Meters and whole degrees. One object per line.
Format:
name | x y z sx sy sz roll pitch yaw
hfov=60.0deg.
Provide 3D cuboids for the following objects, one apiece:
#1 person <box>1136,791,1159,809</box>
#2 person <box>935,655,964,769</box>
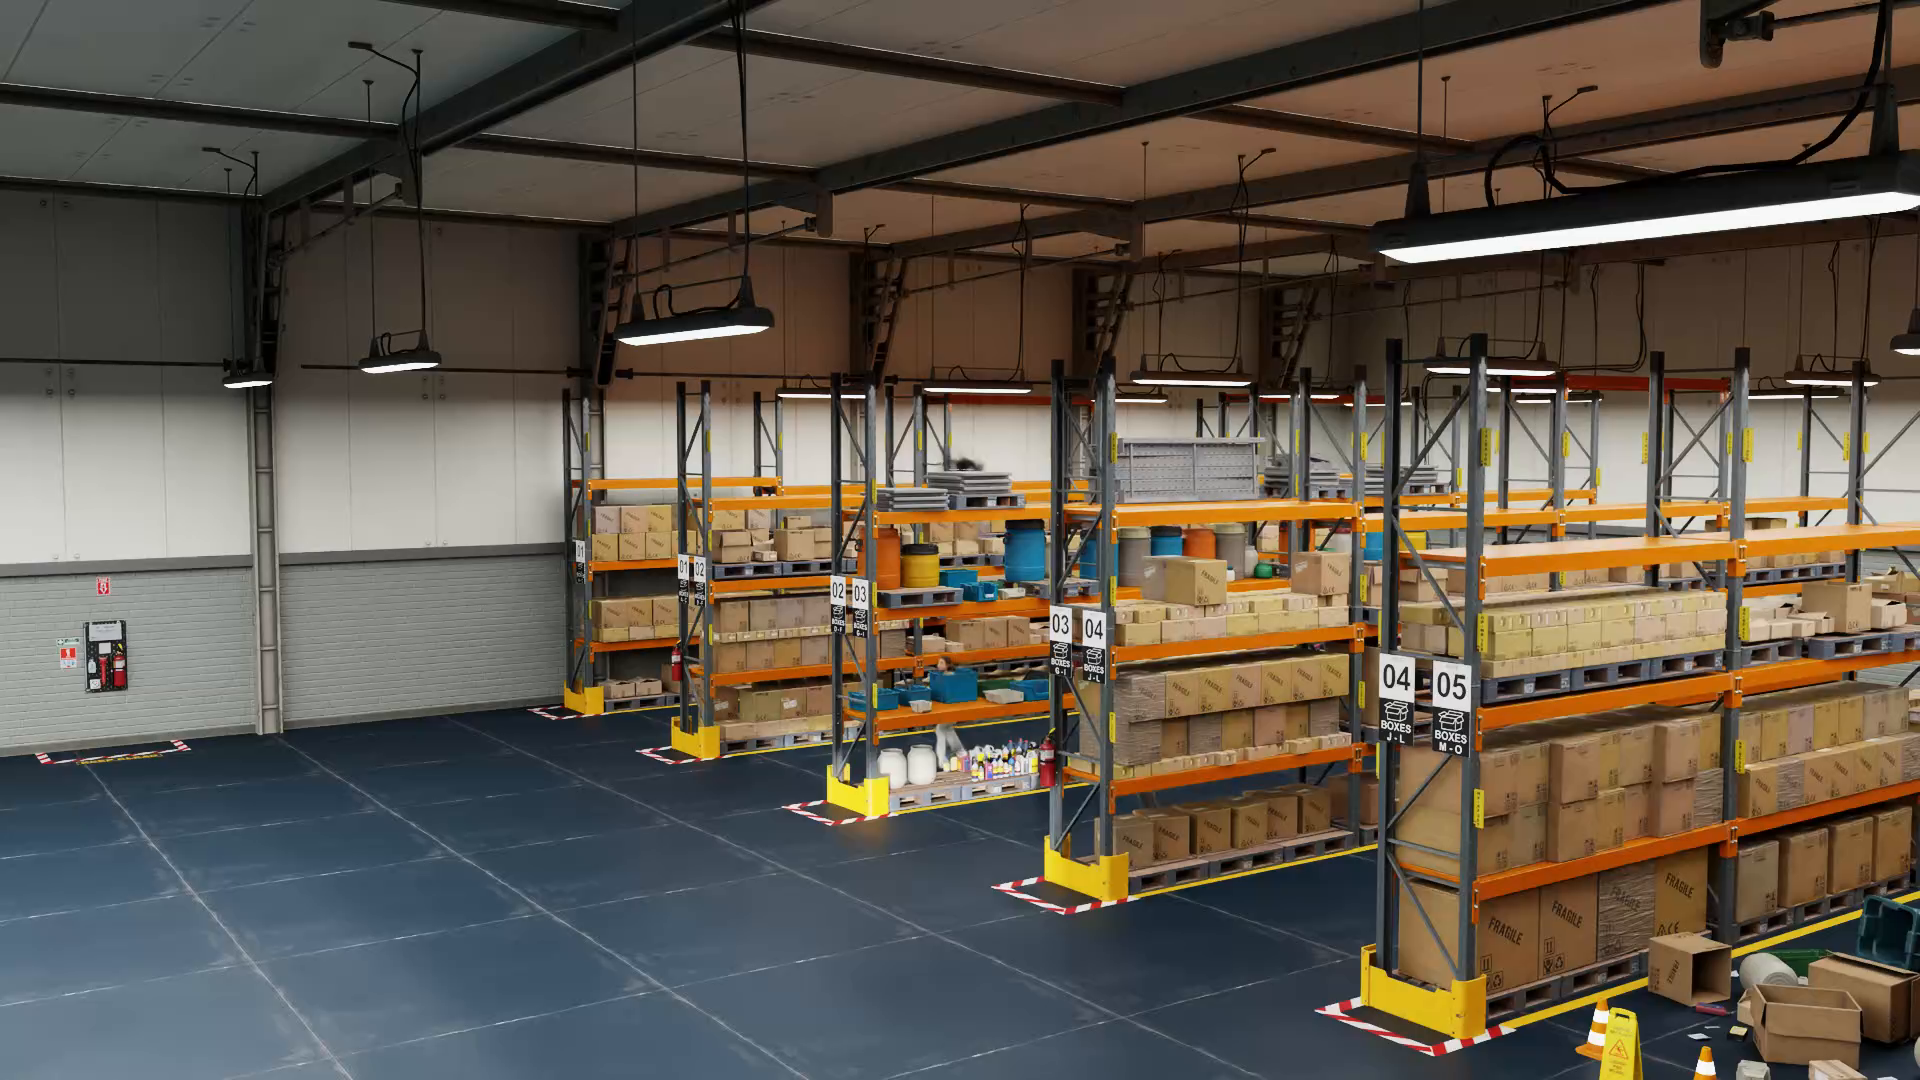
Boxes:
person | 2.446 2.893 21.832 0.665 1.760 0.699 -3 5 -40
person | -0.214 2.658 25.889 0.797 1.737 0.554 -3 5 -42
